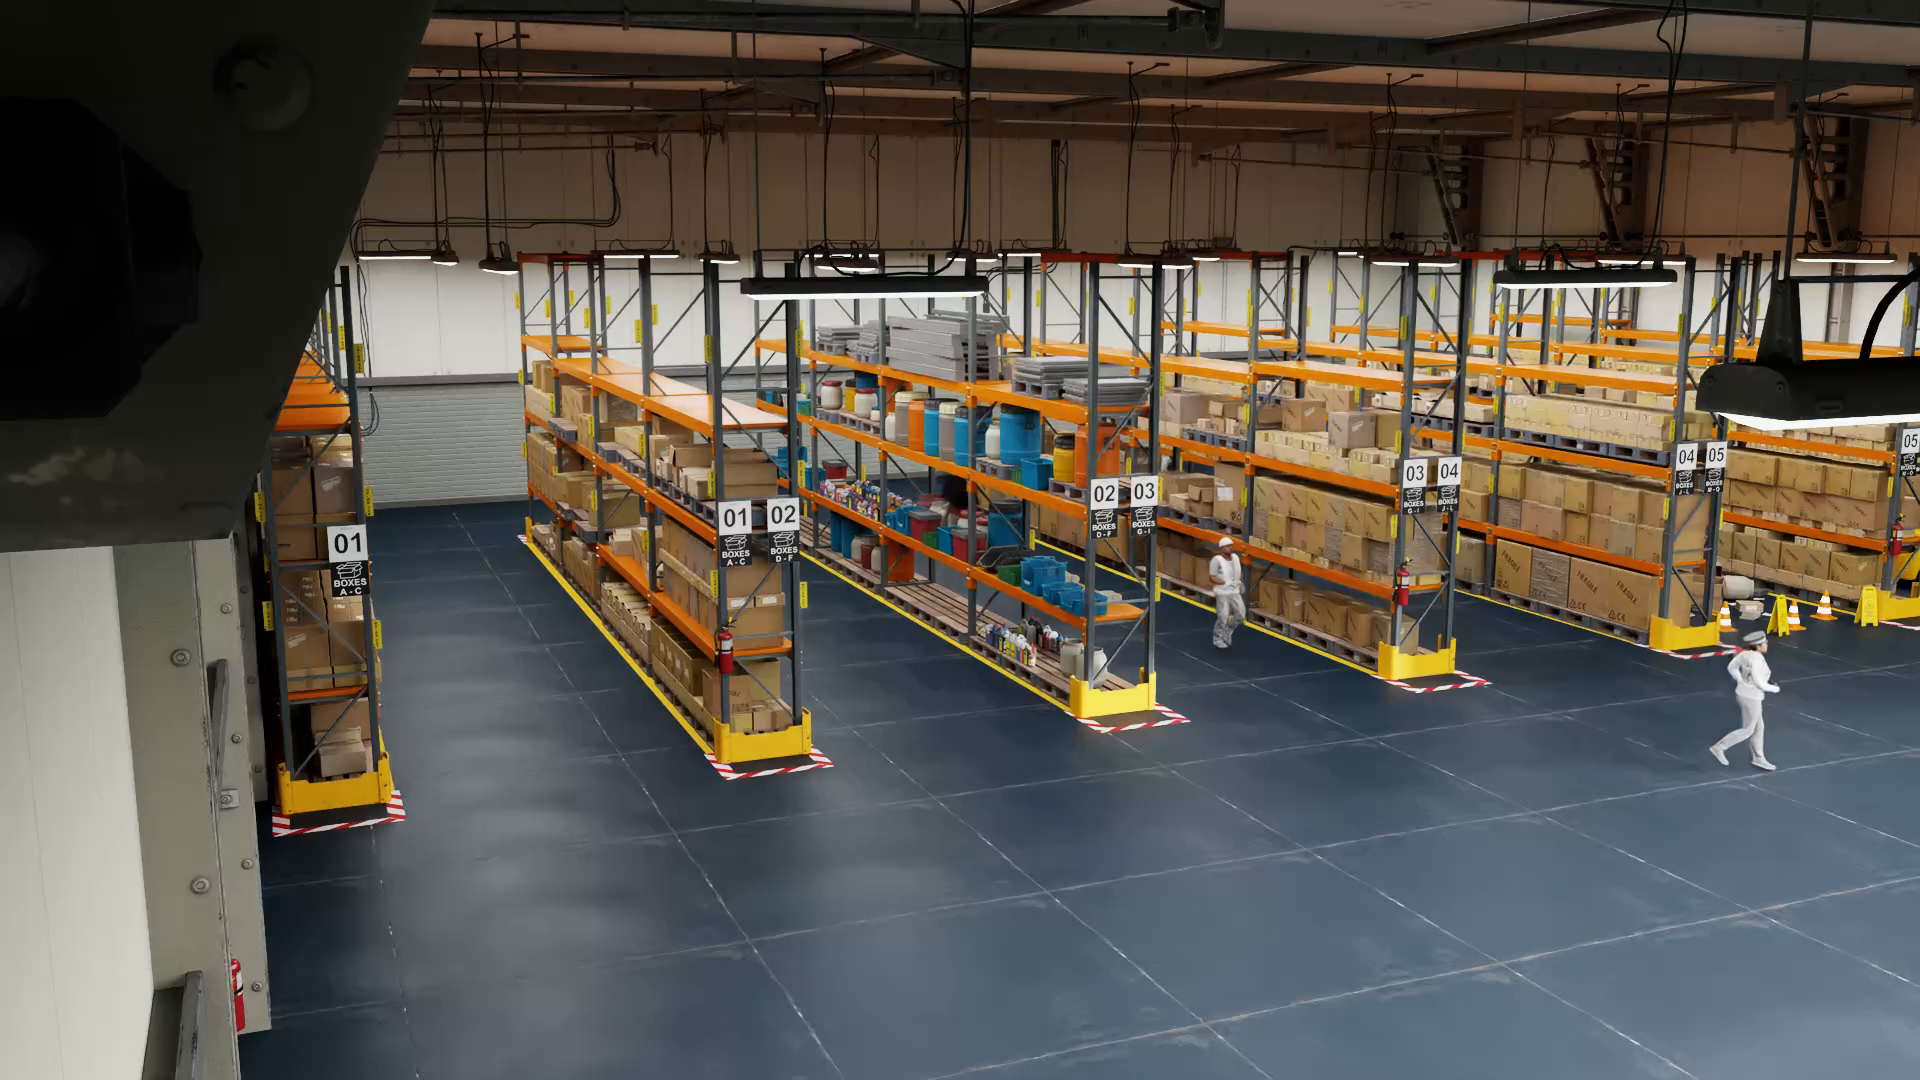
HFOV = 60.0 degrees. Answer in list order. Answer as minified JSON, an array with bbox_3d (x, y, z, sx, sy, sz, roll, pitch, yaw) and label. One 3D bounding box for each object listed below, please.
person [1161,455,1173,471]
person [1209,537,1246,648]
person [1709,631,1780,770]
[{"bbox_3d":[5.162,-2.097,41.708,0.856,1.726,0.671,-4,11,-20],"label":"person"},{"bbox_3d":[4.138,0.824,25.545,0.669,1.739,0.625,-5,12,-27],"label":"person"},{"bbox_3d":[9.416,1.916,19.898,0.815,1.712,0.637,1,10,7],"label":"person"}]
